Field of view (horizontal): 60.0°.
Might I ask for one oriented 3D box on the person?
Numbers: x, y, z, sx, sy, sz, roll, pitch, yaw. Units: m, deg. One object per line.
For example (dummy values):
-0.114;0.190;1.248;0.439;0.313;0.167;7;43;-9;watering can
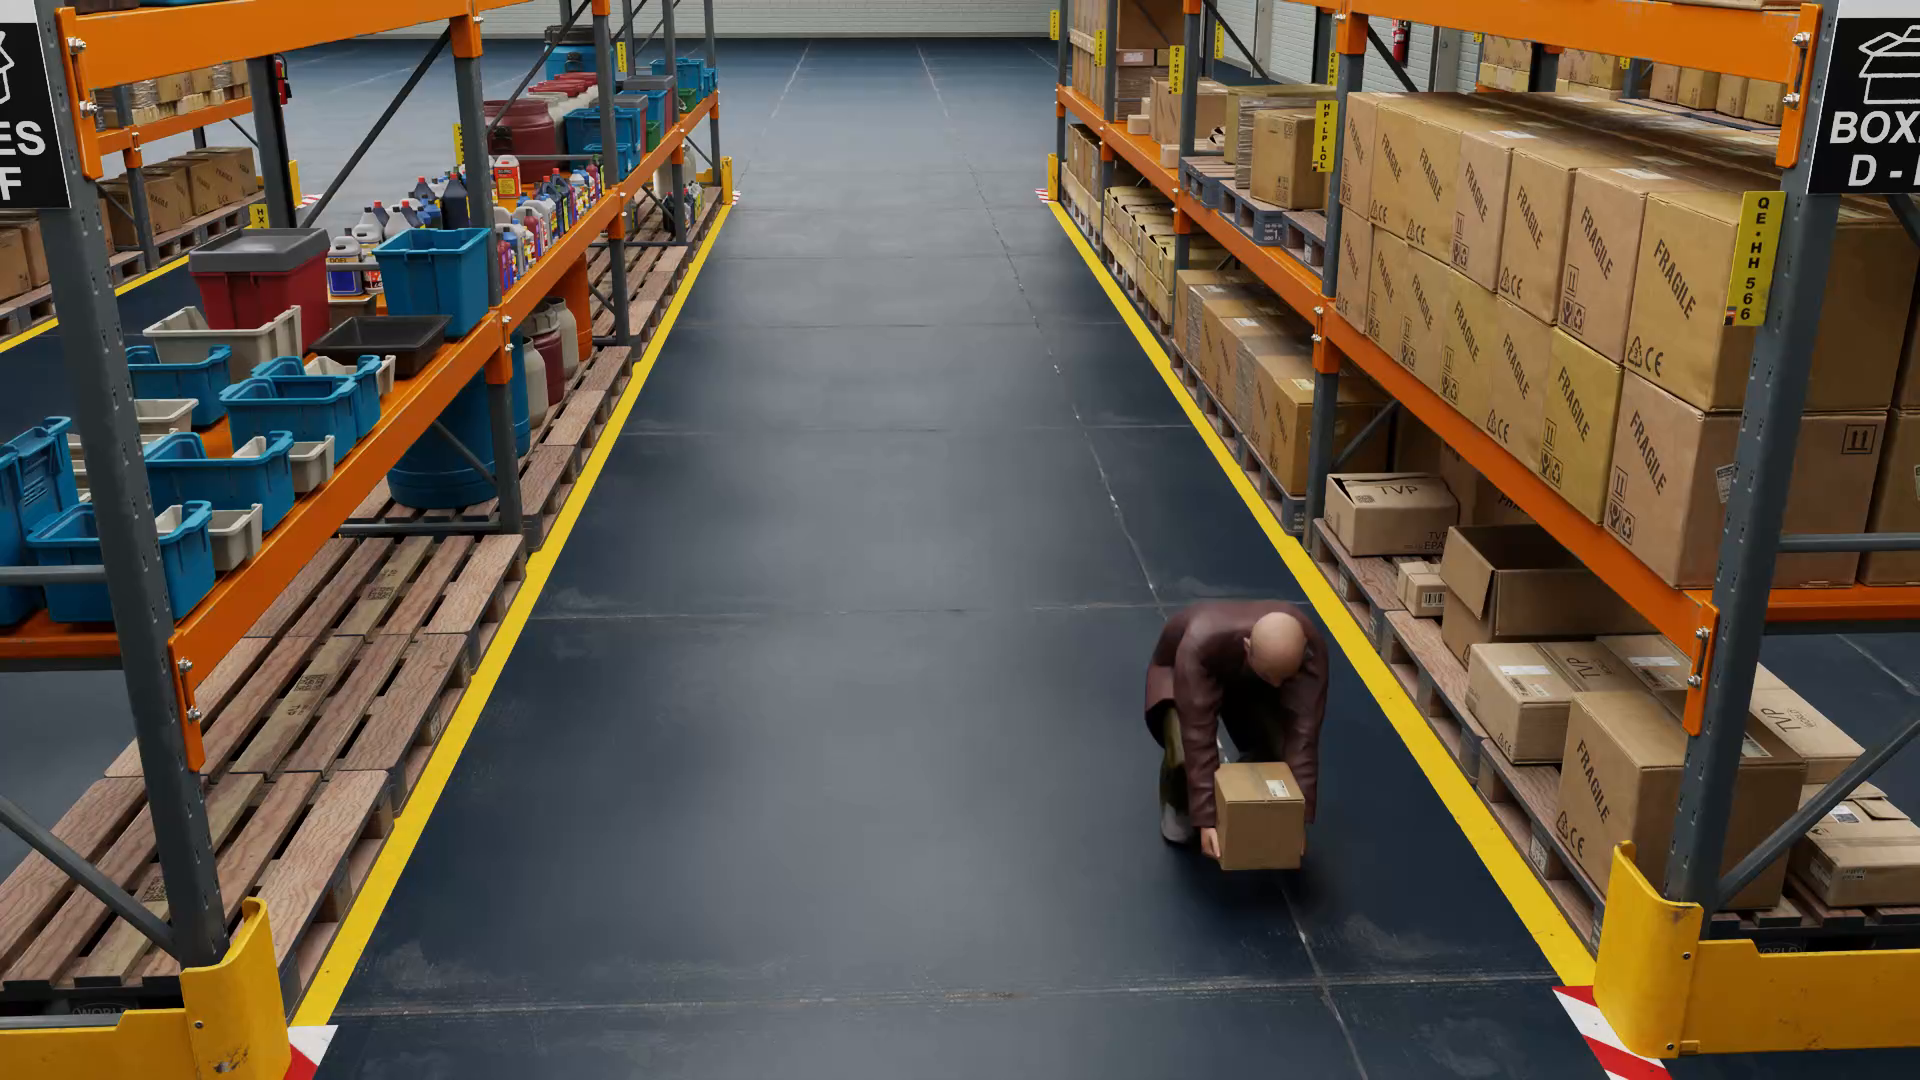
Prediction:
0.923;0.607;5.611;0.580;0.975;0.948;-2;20;-4;person
